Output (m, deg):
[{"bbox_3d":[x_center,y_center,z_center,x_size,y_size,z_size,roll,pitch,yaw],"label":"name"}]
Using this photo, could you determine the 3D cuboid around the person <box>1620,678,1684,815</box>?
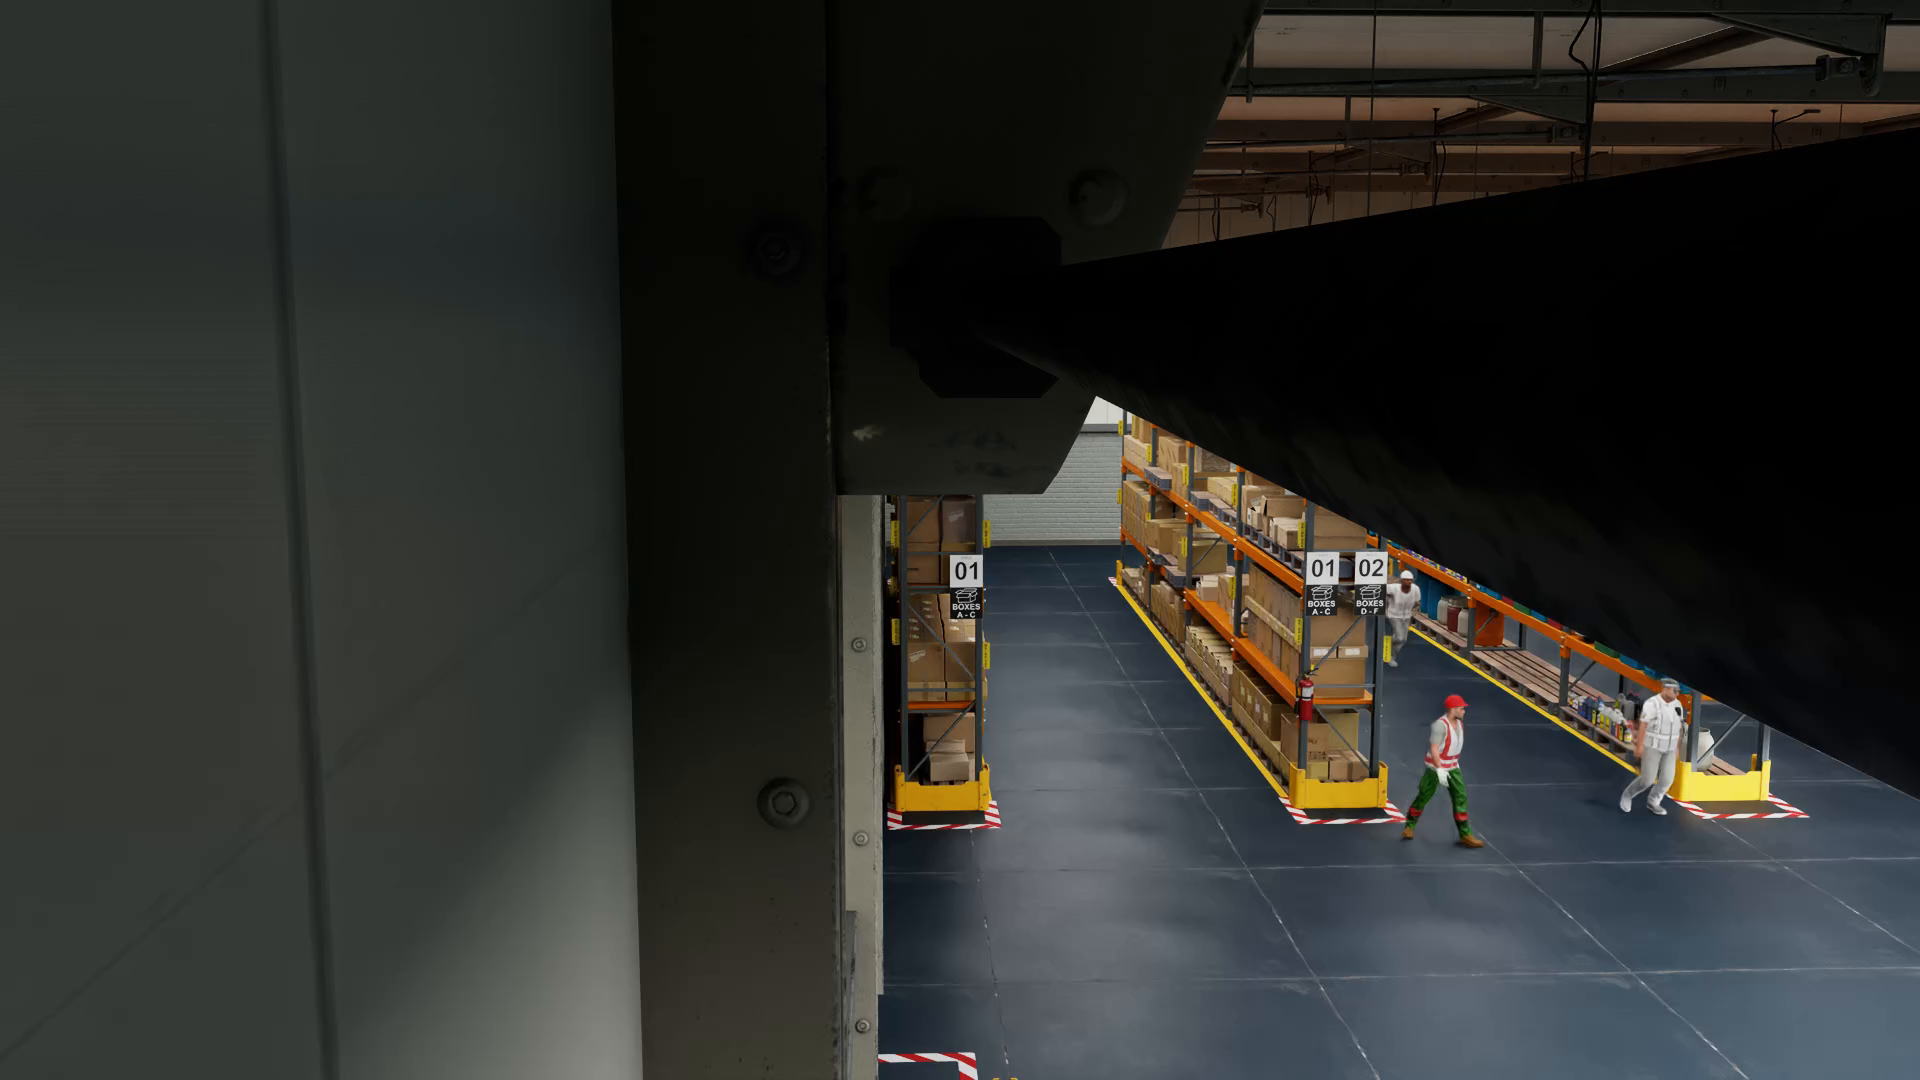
[{"bbox_3d":[8.450,2.498,20.278,0.646,1.712,0.546,-3,9,-17],"label":"person"}]

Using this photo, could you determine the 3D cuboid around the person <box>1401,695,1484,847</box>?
[{"bbox_3d":[5.625,2.640,19.243,0.688,1.739,0.899,-6,11,-37],"label":"person"}]

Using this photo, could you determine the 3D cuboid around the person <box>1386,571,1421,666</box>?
[{"bbox_3d":[7.511,1.341,28.308,0.671,1.683,0.714,-3,9,-18],"label":"person"}]
